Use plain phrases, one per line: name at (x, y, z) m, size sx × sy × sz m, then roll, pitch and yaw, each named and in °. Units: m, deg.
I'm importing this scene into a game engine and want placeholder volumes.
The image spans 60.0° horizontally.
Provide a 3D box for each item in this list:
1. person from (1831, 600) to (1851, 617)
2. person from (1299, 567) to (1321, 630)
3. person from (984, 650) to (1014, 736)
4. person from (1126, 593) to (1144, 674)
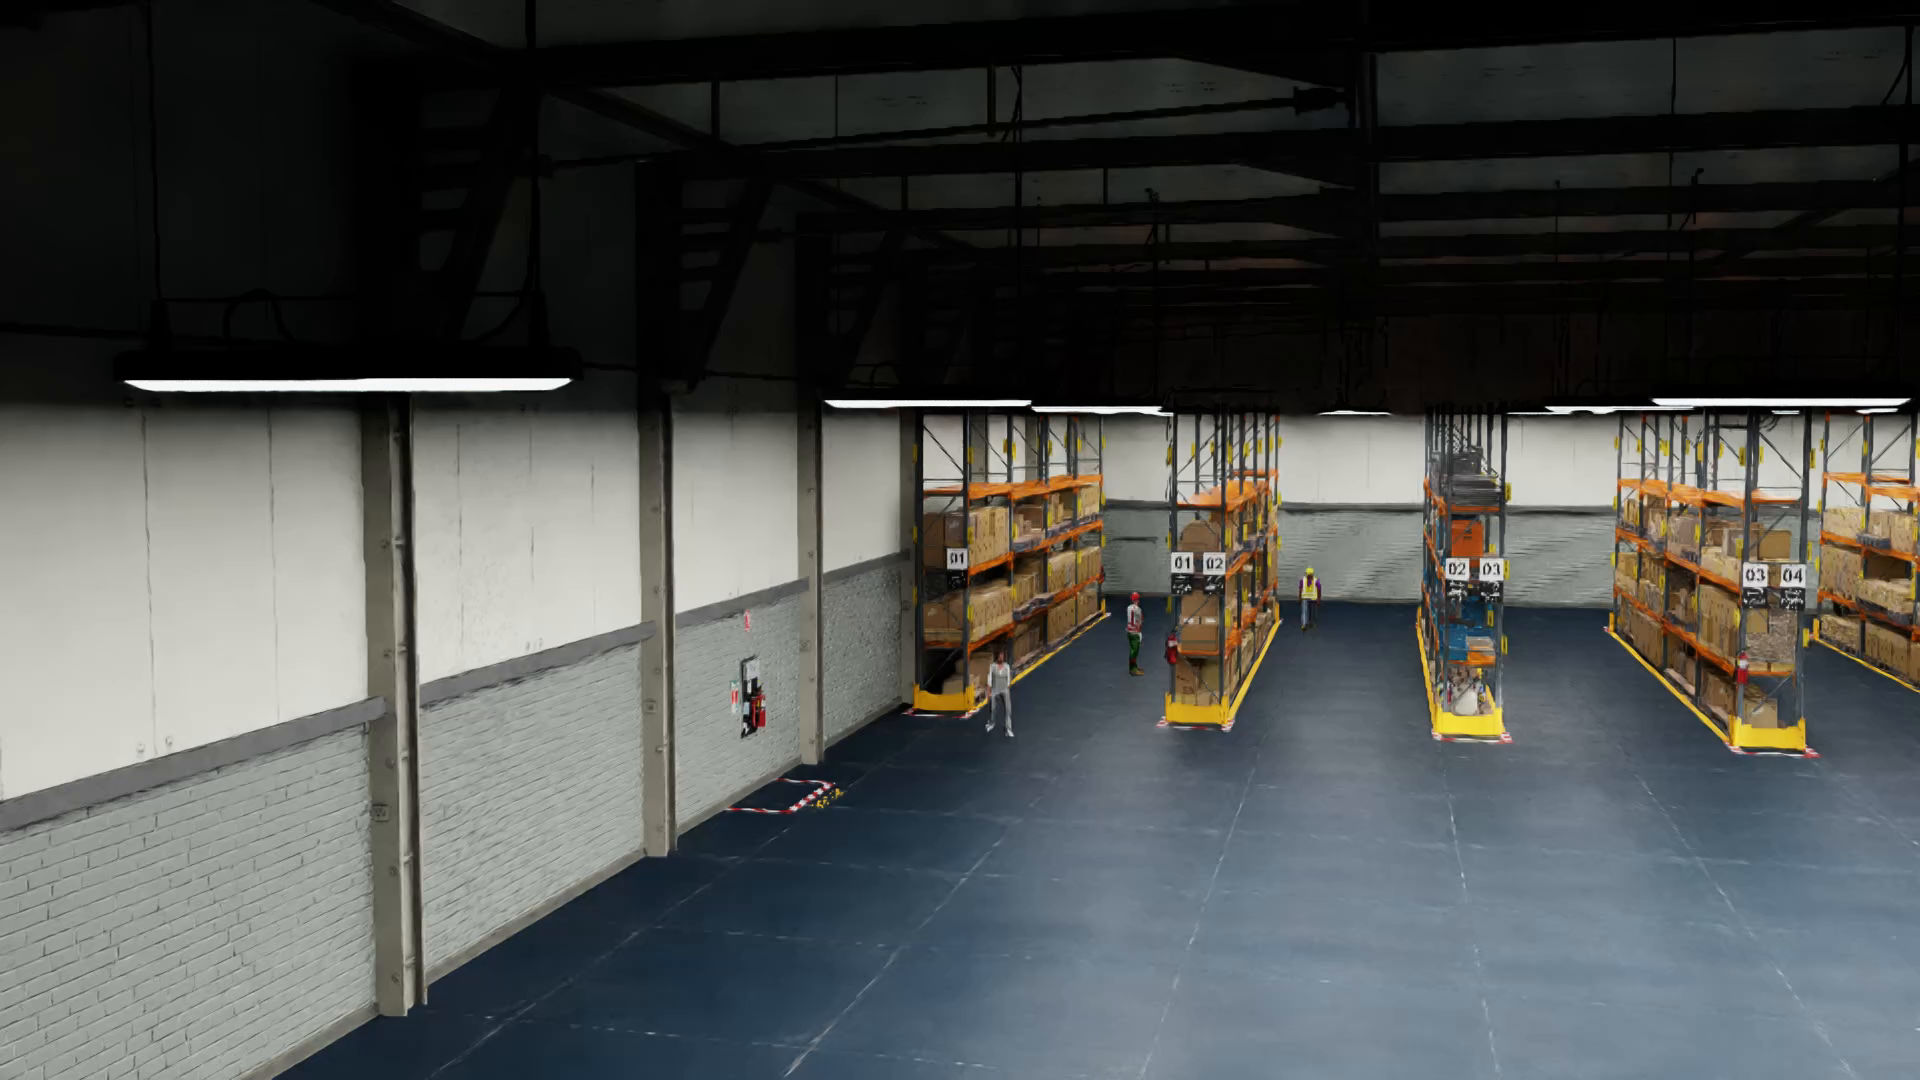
person at (24.153, 1.484, 45.491) m, size 0.614 × 1.766 × 0.621 m, roll -4°, pitch 6°, yaw -41°
person at (9.420, 1.564, 44.761) m, size 0.575 × 1.689 × 1.128 m, roll 1°, pitch 4°, yaw 12°
person at (0.704, 2.734, 30.012) m, size 0.453 × 1.538 × 0.880 m, roll -1°, pitch 4°, yaw -9°
person at (3.944, 2.071, 37.121) m, size 0.442 × 1.792 × 0.606 m, roll -1°, pitch 4°, yaw -16°
